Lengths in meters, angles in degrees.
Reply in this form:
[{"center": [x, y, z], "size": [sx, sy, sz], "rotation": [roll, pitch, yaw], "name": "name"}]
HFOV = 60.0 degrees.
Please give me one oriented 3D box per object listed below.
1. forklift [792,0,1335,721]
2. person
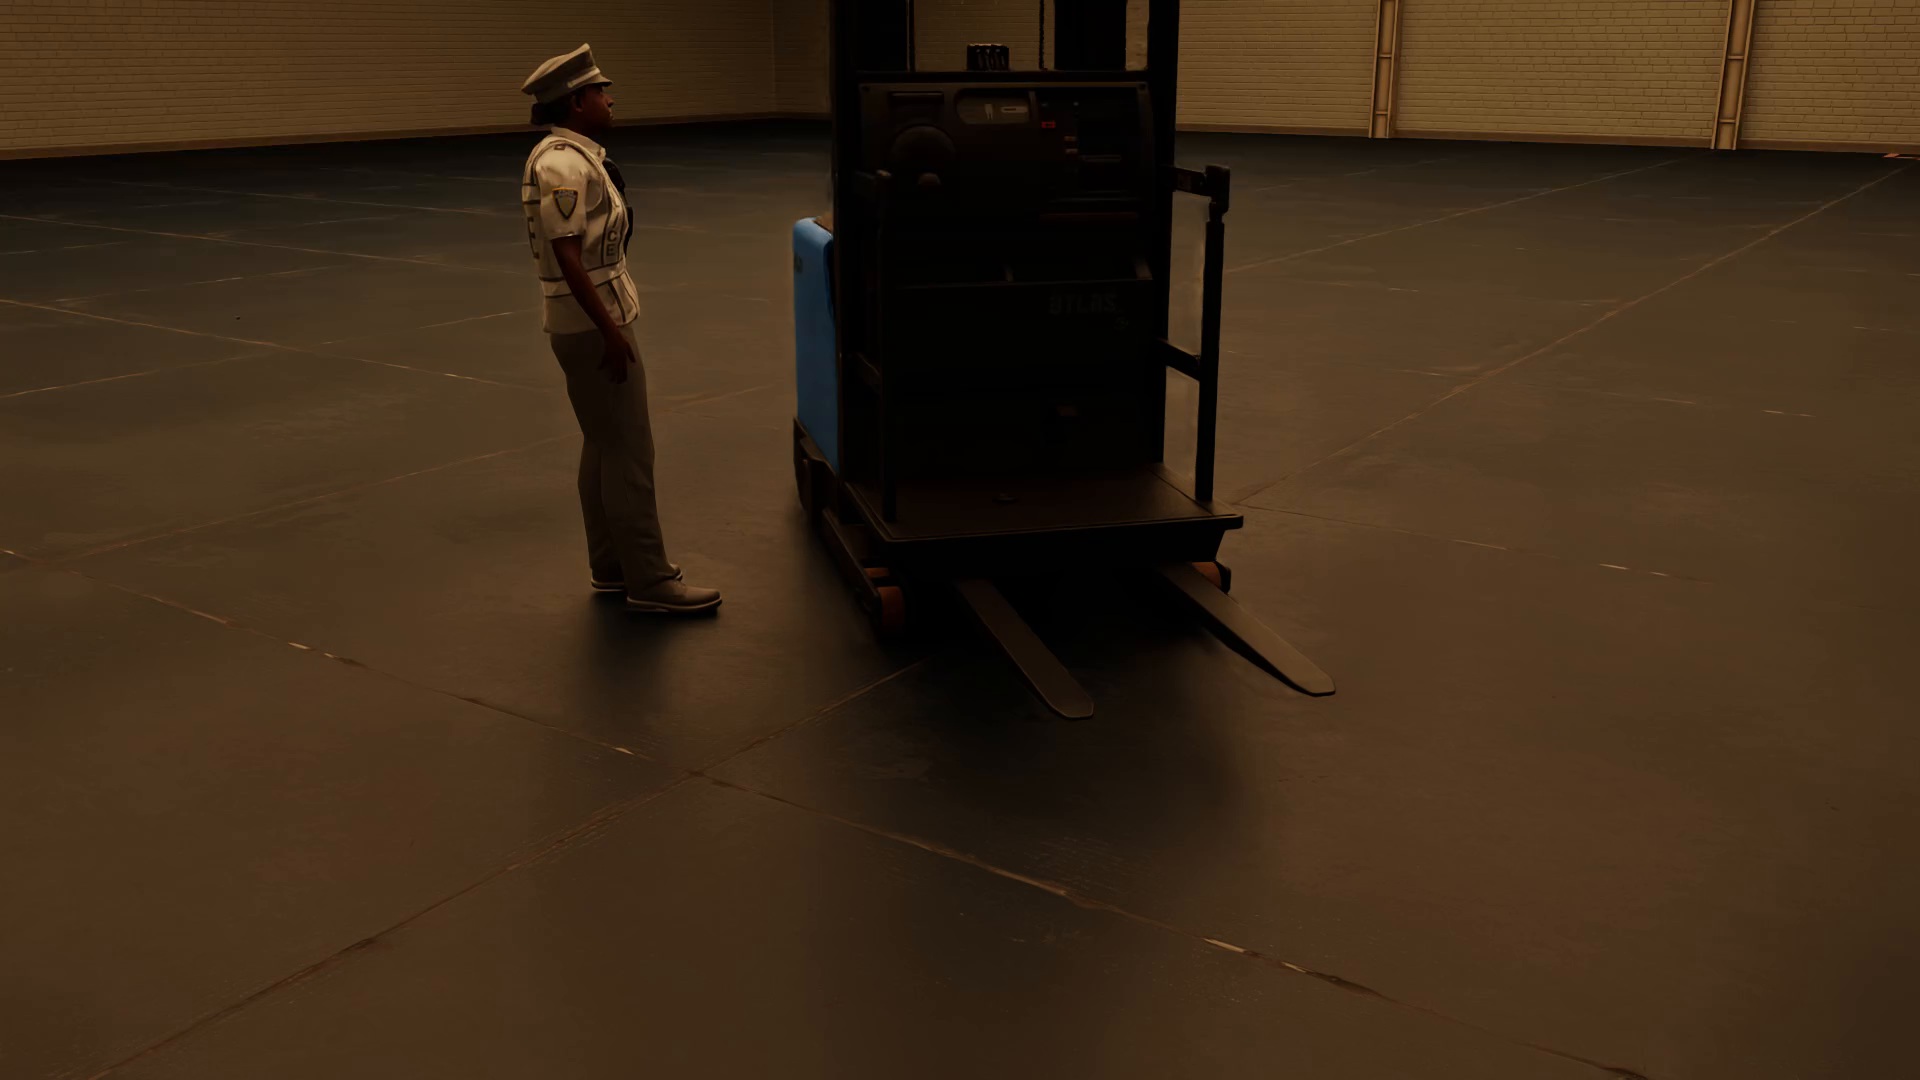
[{"center": [0.204, -1.226, 4.932], "size": [1.130, 2.935, 3.031], "rotation": [-4, 17, -13], "name": "forklift"}, {"center": [-1.051, -0.652, 5.142], "size": [0.528, 1.695, 0.570], "rotation": [-3, 17, -11], "name": "person"}]
